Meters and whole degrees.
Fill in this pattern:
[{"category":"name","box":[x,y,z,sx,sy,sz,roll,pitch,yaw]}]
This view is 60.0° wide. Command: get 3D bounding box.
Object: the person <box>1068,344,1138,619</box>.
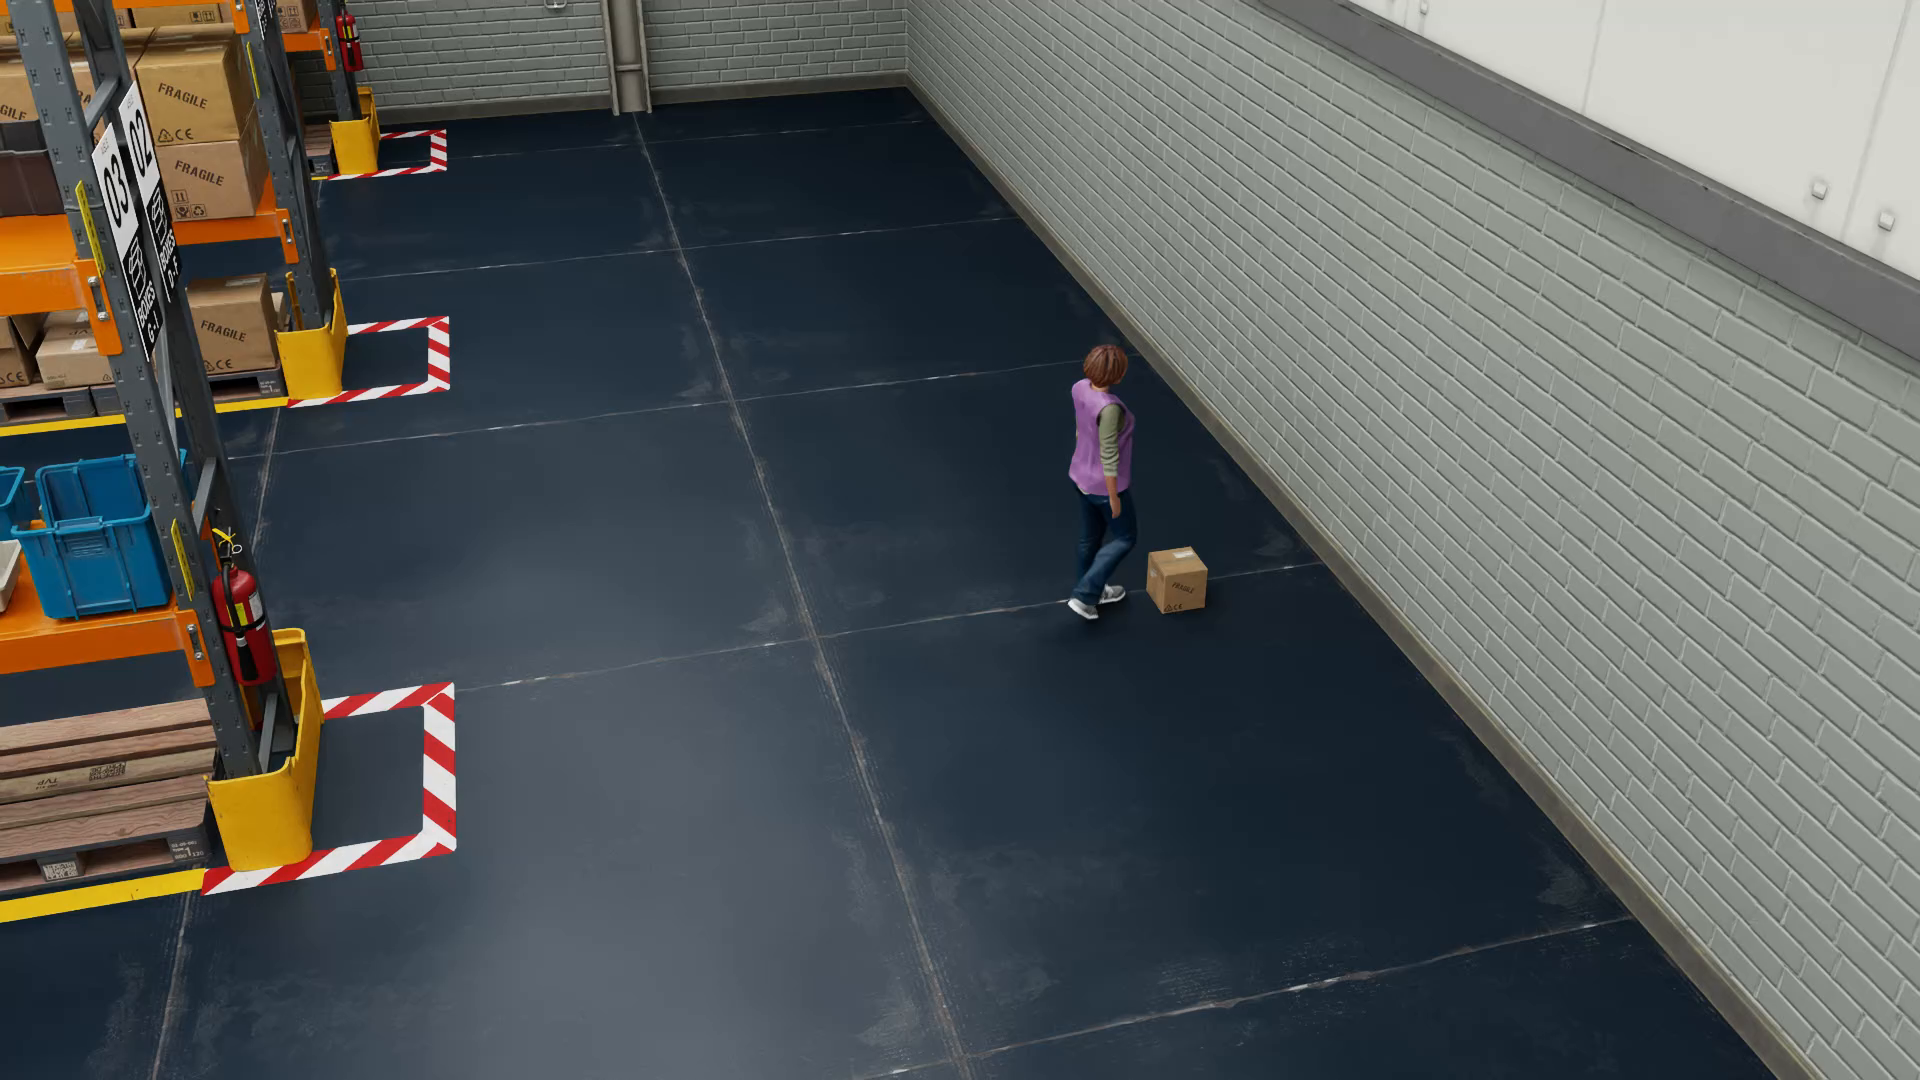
[{"category":"person","box":[0.728,-0.304,8.727,0.466,1.593,0.431,-14,33,-22]}]
